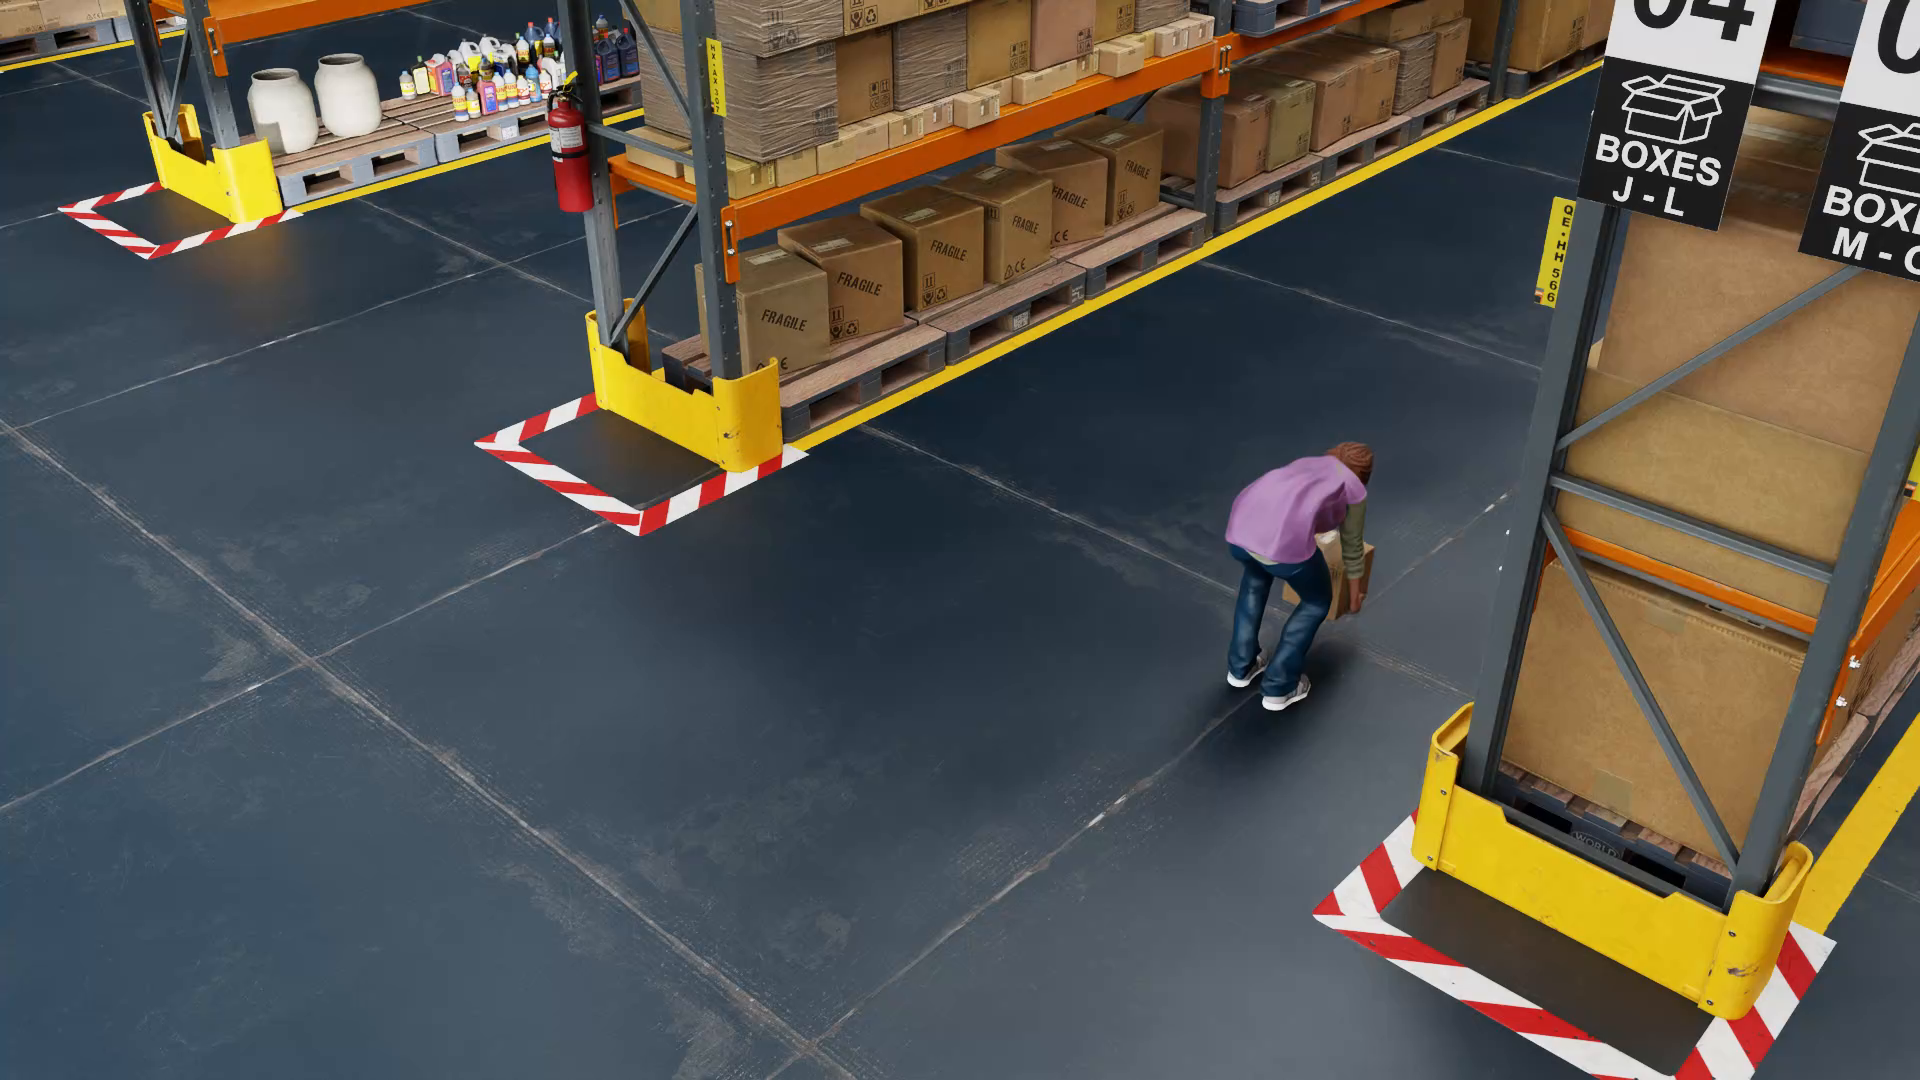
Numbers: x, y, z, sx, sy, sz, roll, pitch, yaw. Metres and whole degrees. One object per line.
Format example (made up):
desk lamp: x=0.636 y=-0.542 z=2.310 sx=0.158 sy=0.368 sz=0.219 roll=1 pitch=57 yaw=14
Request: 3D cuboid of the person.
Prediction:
person: x=1.346 y=0.107 z=6.559 sx=0.396 sy=0.980 sz=0.871 roll=24 pitch=39 yaw=33
